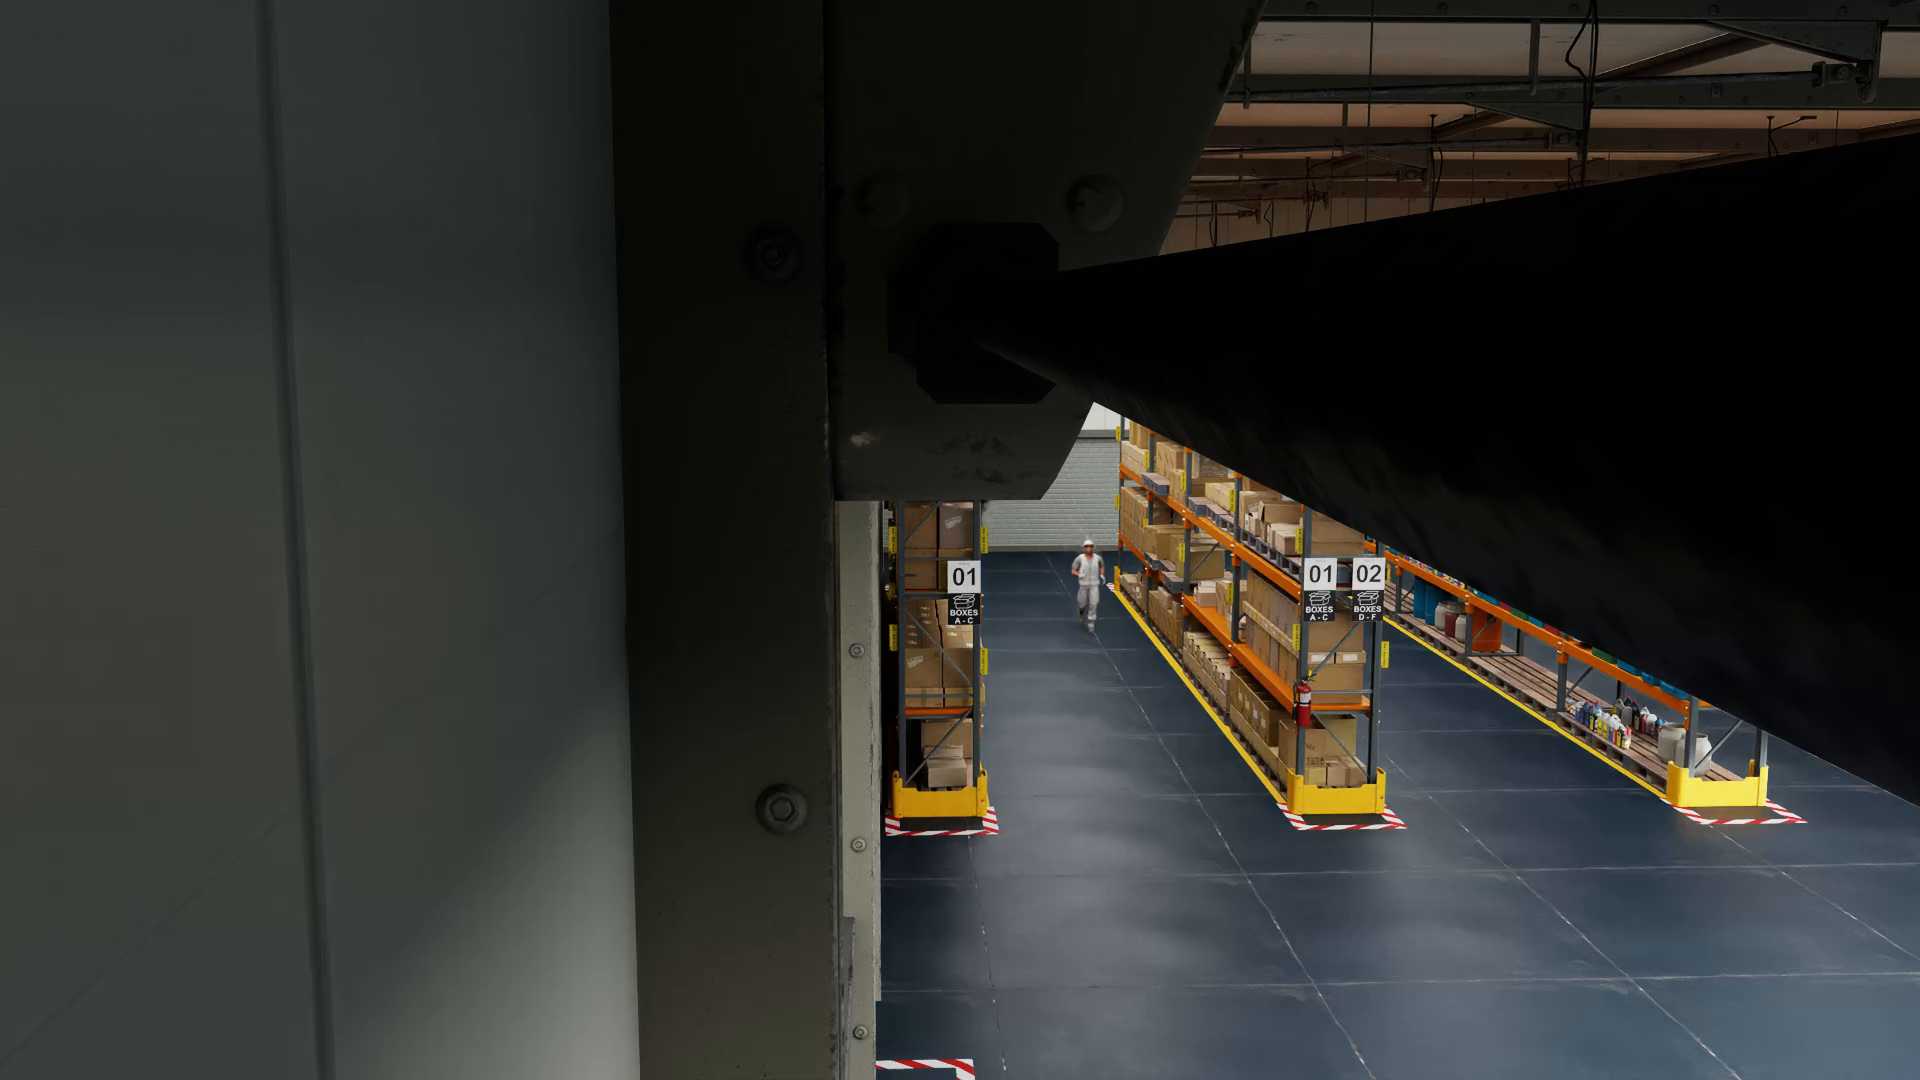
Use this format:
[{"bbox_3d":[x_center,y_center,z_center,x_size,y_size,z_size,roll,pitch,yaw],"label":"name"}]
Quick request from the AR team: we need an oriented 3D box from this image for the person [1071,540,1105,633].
[{"bbox_3d":[2.469,0.874,31.909,0.669,1.762,0.880,0,8,-3],"label":"person"}]

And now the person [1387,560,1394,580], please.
[{"bbox_3d":[9.668,0.079,37.533,0.538,1.721,0.715,4,9,26],"label":"person"}]
